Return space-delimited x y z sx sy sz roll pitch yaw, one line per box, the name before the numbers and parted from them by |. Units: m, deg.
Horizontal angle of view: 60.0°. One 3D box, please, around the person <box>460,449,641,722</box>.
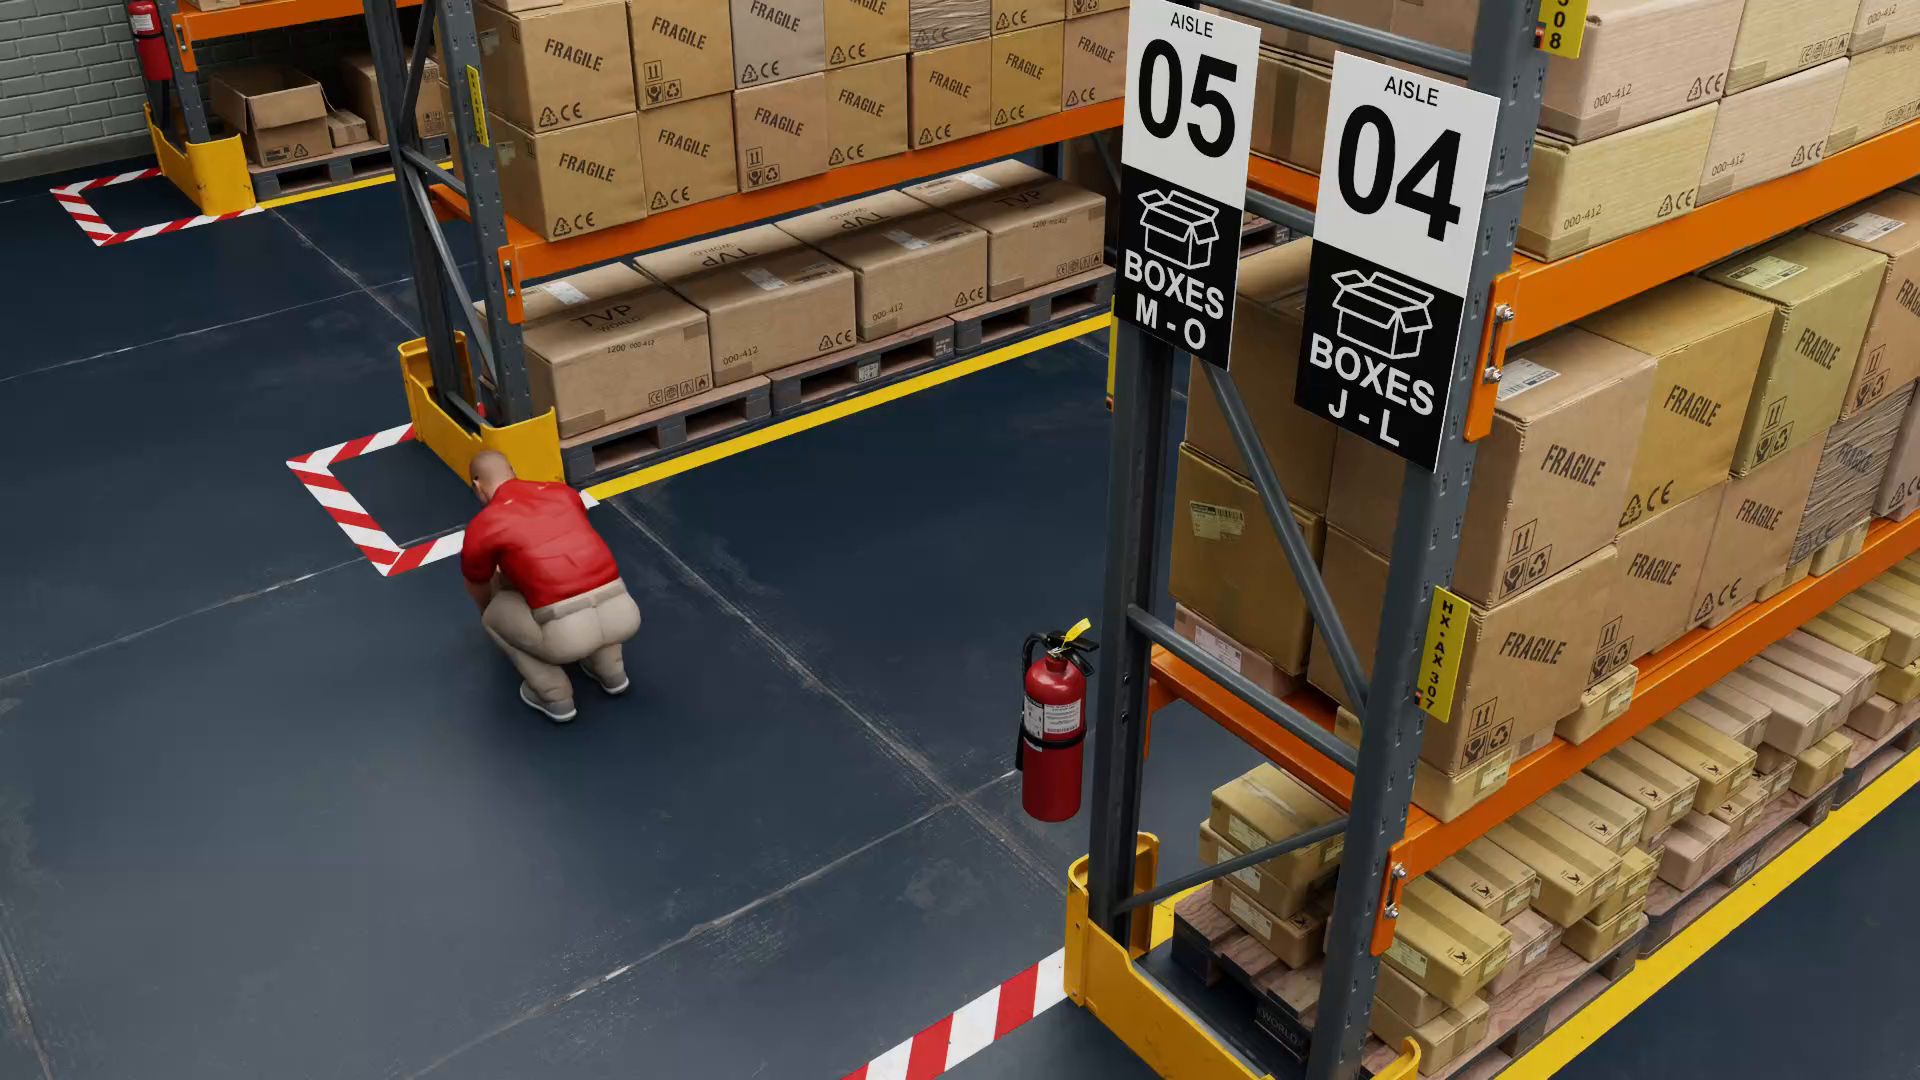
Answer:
person | -1.653 0.167 6.623 0.557 0.958 0.881 -22 38 -31
